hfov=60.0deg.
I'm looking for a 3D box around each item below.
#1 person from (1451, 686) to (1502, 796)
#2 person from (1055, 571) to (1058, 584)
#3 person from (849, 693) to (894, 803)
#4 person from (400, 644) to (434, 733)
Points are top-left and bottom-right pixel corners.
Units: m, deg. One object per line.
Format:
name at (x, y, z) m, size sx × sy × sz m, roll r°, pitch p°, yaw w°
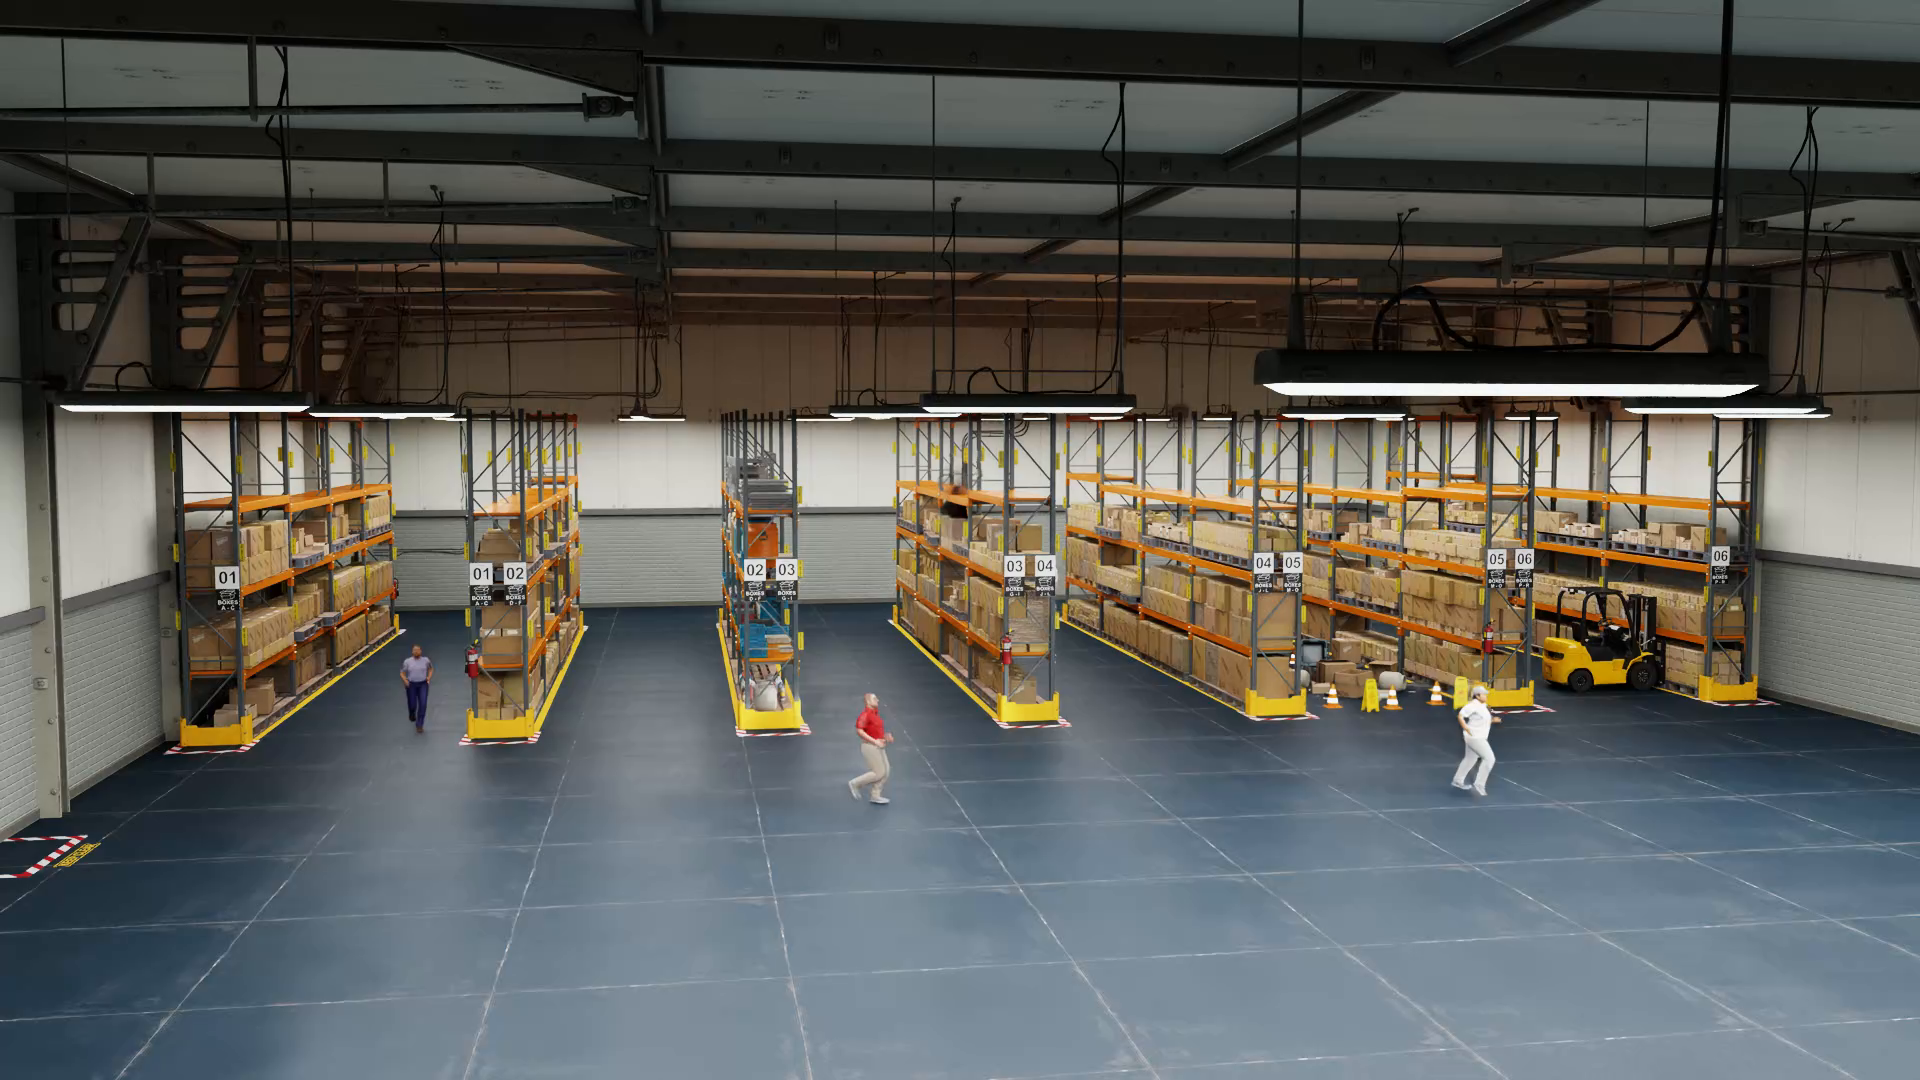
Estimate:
person at (8.019, 3.121, 25.806) m, size 0.714 × 1.716 × 0.572 m, roll 2°, pitch 4°, yaw 22°
person at (2.554, 1.425, 49.473) m, size 0.550 × 1.711 × 0.767 m, roll -1°, pitch 4°, yaw -20°
person at (-1.343, 3.106, 25.056) m, size 0.628 × 1.617 × 0.661 m, roll 1°, pitch 4°, yaw 11°
person at (-10.150, 2.766, 31.128) m, size 0.612 × 1.614 × 0.722 m, roll -2°, pitch 4°, yaw -22°
